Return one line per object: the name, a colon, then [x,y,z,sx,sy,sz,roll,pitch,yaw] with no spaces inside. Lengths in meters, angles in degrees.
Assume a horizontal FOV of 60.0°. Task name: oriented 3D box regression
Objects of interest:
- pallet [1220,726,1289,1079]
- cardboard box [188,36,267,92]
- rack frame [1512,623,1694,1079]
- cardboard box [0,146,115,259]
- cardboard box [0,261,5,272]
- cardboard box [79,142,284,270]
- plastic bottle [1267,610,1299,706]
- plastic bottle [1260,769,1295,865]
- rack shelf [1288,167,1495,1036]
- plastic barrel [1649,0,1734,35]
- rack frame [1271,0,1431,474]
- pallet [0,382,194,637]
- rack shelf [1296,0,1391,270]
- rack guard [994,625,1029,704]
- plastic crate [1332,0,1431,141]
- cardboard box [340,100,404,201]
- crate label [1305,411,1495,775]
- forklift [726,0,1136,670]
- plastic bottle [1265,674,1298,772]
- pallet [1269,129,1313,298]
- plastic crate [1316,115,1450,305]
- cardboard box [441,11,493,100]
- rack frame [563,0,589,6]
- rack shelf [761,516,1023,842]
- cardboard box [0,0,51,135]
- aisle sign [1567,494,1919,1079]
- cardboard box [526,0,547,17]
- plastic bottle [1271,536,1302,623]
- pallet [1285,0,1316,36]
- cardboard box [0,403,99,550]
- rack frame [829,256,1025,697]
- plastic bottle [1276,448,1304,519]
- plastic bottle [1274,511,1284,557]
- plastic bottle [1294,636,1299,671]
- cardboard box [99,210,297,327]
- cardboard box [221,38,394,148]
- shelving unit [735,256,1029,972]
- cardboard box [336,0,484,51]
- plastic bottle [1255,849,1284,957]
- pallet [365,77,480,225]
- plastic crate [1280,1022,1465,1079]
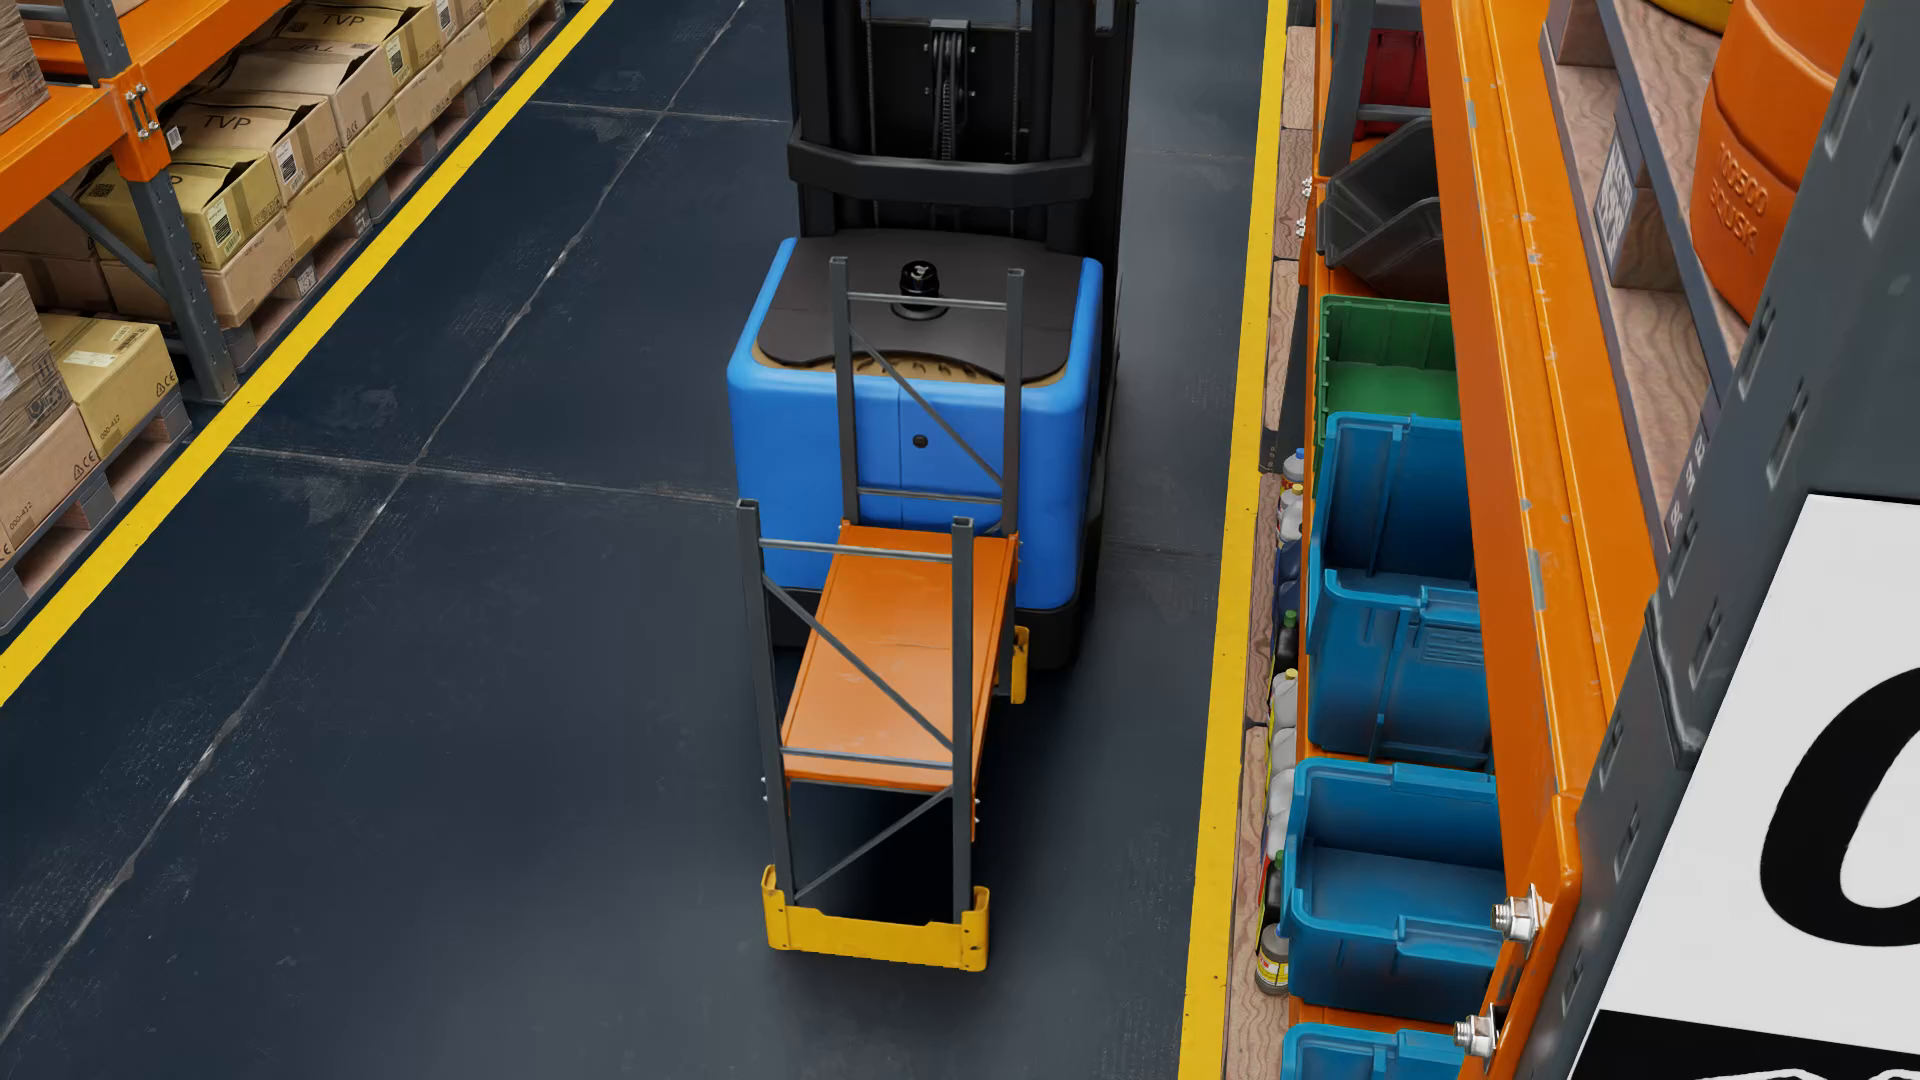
pallet: [1.214,1.044,4.322,1.003,0.211,1.213,6,40,8]
cardboard box: [-3.337,-2.008,7.213,0.500,0.311,0.500,6,40,8]
rack frame: [0.888,1.295,1.830,1.000,3.000,0.127,6,40,8]
cardboard box: [-3.510,-1.368,6.439,0.500,0.311,0.500,6,40,8]
cardboard box: [-3.686,-0.899,5.723,0.500,0.500,0.500,6,40,8]
cardboard box: [-2.981,-1.314,6.374,0.500,0.311,0.500,7,40,8]
plastic bottle: [0.930,0.340,4.771,0.061,0.283,0.133,8,40,10]
plastic bottle: [0.869,0.732,4.303,0.152,0.276,0.135,5,40,6]
rack shelf: [1.234,0.317,3.577,1.077,0.370,4.000,6,40,8]
plastic barrel: [0.960,-0.825,1.562,0.600,0.588,0.600,0,40,0]
rack frame: [1.580,-1.215,4.866,1.000,3.000,0.127,6,40,8]
pallet: [-3.477,-0.195,5.820,1.003,0.211,1.213,6,40,8]
rack shelf: [1.926,-2.193,6.613,1.077,0.370,4.000,6,40,8]
rack guard: [-0.085,0.361,5.117,0.587,0.250,0.087,5,40,6]
plastic crate: [1.363,-1.578,5.254,0.402,0.464,0.583,6,40,8]
cardboard box: [-2.807,-1.738,7.326,0.500,0.250,0.500,5,40,6]
crate label: [0.940,0.096,3.252,0.502,0.435,0.616,6,40,8]
forklift: [0.033,-1.664,5.463,1.130,2.935,3.031,5,40,6]
plastic bottle: [0.926,0.482,4.547,0.144,0.351,0.185,6,40,7]
pallet: [1.887,-1.406,7.285,1.003,0.211,1.213,6,40,8]
plastic crate: [1.364,-0.877,4.505,0.767,0.338,0.504,6,40,8]
cardboard box: [-2.632,-2.380,8.103,0.500,0.250,0.500,7,40,9]
rack frame: [-2.606,-4.274,8.566,1.000,3.000,0.127,6,40,8]
rack shelf: [-0.153,0.338,4.446,0.538,0.185,1.000,5,40,6]
cardboard box: [-3.368,-1.523,5.160,0.700,0.500,0.500,5,40,7]
aisle sign: [0.583,0.305,0.986,0.394,0.787,0.004,6,40,8]
cardboard box: [-2.456,-3.019,8.876,0.500,0.250,0.500,7,40,9]
plastic bottle: [1.032,0.097,5.013,0.144,0.351,0.185,7,40,9]
pallet: [2.368,-3.150,9.395,1.003,0.211,1.213,6,40,8]
cardboard box: [-3.259,-0.238,5.512,0.500,0.250,0.500,6,40,8]
rack frame: [-0.085,-0.121,4.720,0.500,1.500,0.032,5,40,6]
plastic bottle: [1.093,-0.182,5.412,0.097,0.271,0.097,0,40,0]
plastic bottle: [1.058,-0.027,5.280,0.097,0.201,0.097,0,40,0]
plastic bottle: [1.011,0.342,4.778,0.097,0.271,0.097,0,40,0]
cardboard box: [-2.984,-1.092,6.545,0.500,0.250,0.500,5,40,7]
cardboard box: [-2.801,-1.953,7.146,0.500,0.311,0.500,5,40,6]
shelving unit: [-0.152,0.194,4.338,0.587,1.500,1.083,5,40,6]
cardboard box: [-2.627,-2.593,7.921,0.500,0.311,0.500,6,40,7]
plastic bottle: [0.776,0.896,4.099,0.061,0.283,0.133,7,40,9]
pallet: [-3.000,-1.924,7.911,1.003,0.211,1.213,6,40,8]
plastic crate: [0.680,1.005,2.297,0.499,0.251,0.616,6,40,8]
